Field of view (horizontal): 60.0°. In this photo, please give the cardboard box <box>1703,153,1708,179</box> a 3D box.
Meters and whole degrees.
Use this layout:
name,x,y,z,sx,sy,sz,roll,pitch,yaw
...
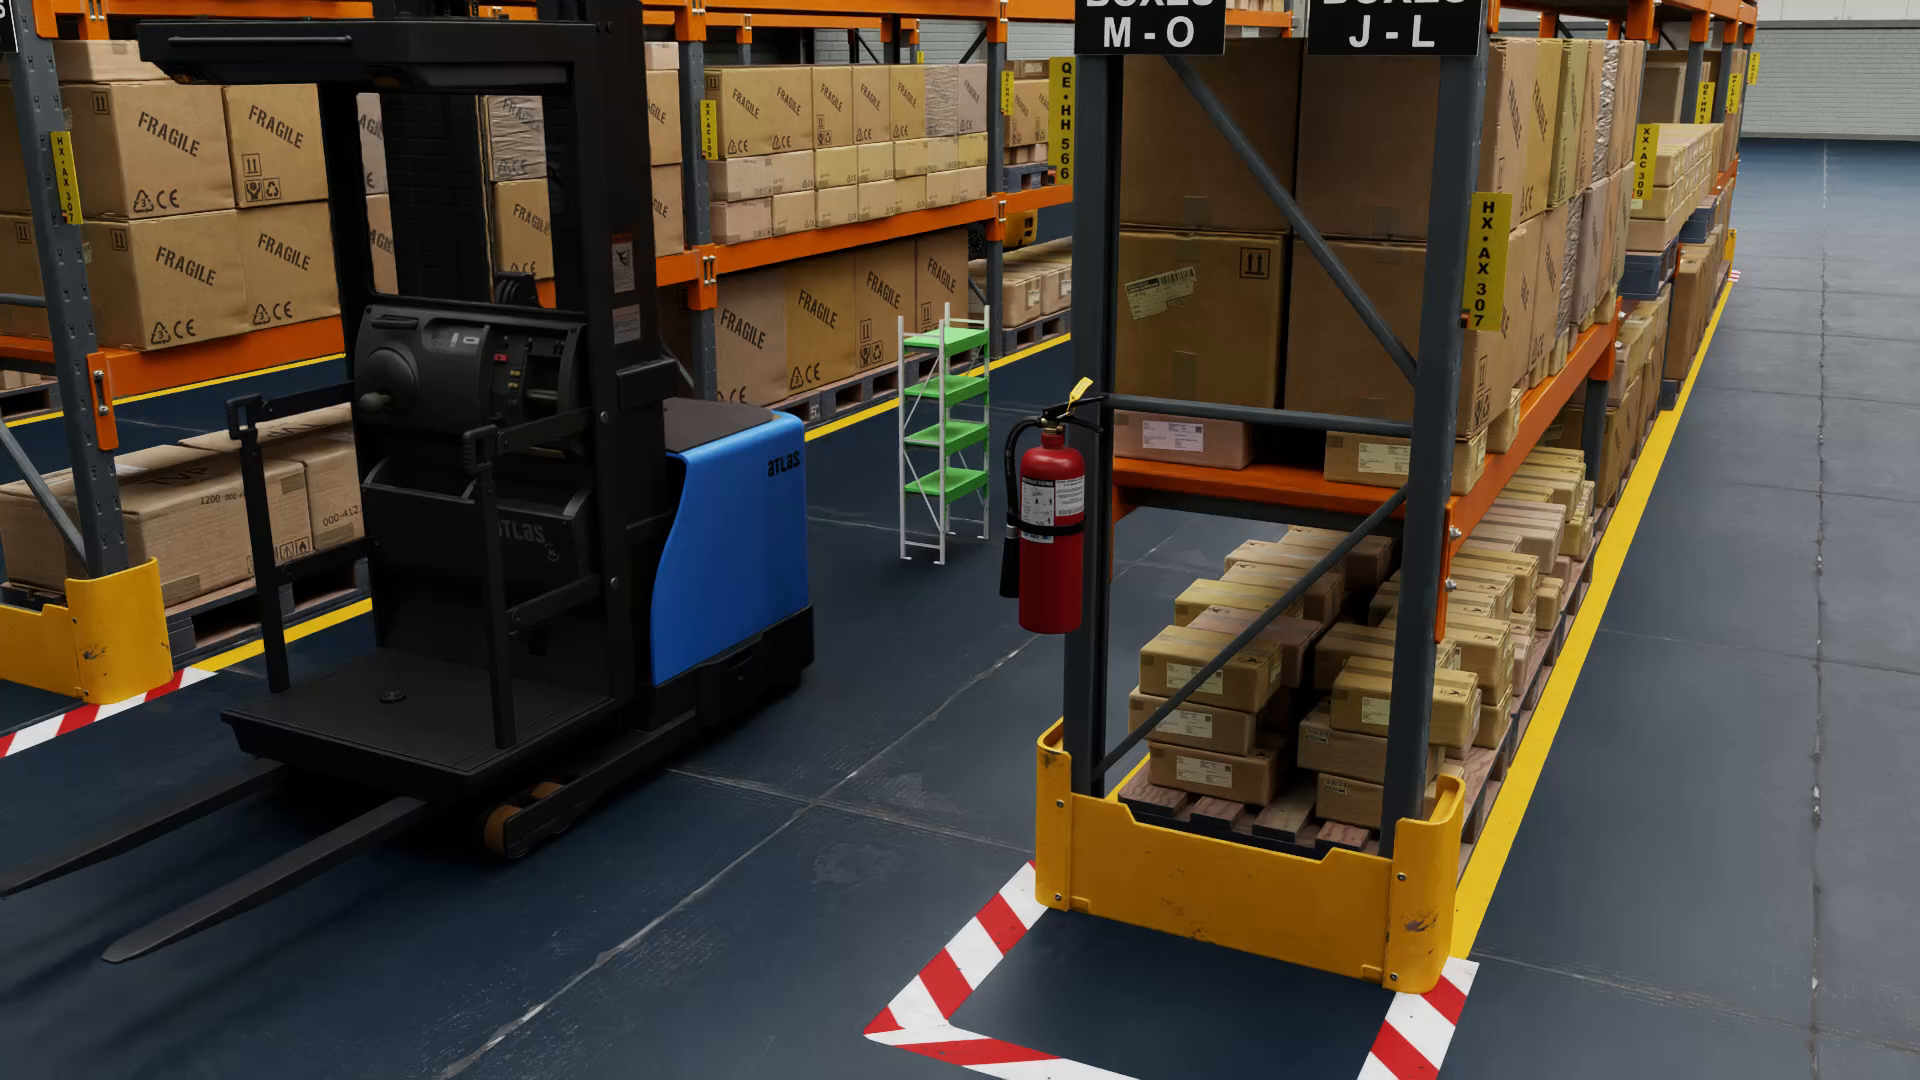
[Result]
name,x,y,z,sx,sy,sz,roll,pitch,yaw
cardboard box,4.295,-2.259,10.042,0.380,0.149,0.250,9,19,27

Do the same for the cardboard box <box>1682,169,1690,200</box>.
name,x,y,z,sx,sy,sz,roll,pitch,yaw
cardboard box,3.605,-1.868,8.728,0.380,0.149,0.250,9,19,28

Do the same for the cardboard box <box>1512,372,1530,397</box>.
name,x,y,z,sx,sy,sz,roll,pitch,yaw
cardboard box,1.722,-0.578,5.643,0.380,0.149,0.250,8,18,24

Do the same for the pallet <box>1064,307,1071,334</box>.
name,x,y,z,sx,sy,sz,roll,pitch,yaw
pallet,0.765,-2.130,15.326,1.003,0.211,1.213,8,18,25

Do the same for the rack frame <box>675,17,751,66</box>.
name,x,y,z,sx,sy,sz,roll,pitch,yaw
rack frame,-2.787,-4.608,18.771,1.000,3.000,0.127,8,18,25

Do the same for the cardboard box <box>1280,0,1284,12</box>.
name,x,y,z,sx,sy,sz,roll,pitch,yaw
cardboard box,3.534,-6.187,19.261,0.380,0.149,0.250,8,18,26

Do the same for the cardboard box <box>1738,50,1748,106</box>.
name,x,y,z,sx,sy,sz,roll,pitch,yaw
cardboard box,7.553,-4.741,17.057,0.875,0.550,0.550,8,18,25

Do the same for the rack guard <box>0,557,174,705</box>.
name,x,y,z,sx,sy,sz,roll,pitch,yaw
rack guard,-3.717,0.283,6.692,1.175,0.500,0.348,8,18,25

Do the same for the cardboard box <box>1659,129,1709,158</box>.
name,x,y,z,sx,sy,sz,roll,pitch,yaw
cardboard box,4.185,-2.339,9.789,0.380,0.149,0.250,9,19,27

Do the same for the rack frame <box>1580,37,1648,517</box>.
name,x,y,z,sx,sy,sz,roll,pitch,yaw
rack frame,2.554,-1.336,7.753,1.000,3.000,0.127,8,18,25

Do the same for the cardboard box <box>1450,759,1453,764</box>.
name,x,y,z,sx,sy,sz,roll,pitch,yaw
cardboard box,1.436,0.614,5.457,0.380,0.149,0.250,8,18,26

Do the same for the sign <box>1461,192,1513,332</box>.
name,x,y,z,sx,sy,sz,roll,pitch,yaw
sign,1.252,-0.663,3.968,0.100,0.325,0.005,8,18,25

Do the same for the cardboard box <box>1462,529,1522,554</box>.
name,x,y,z,sx,sy,sz,roll,pitch,yaw
cardboard box,1.902,0.059,6.282,0.380,0.149,0.250,8,18,26

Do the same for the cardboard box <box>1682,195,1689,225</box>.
name,x,y,z,sx,sy,sz,roll,pitch,yaw
cardboard box,3.720,-1.792,8.992,0.380,0.149,0.250,8,18,24

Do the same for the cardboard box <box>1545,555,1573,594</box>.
name,x,y,z,sx,sy,sz,roll,pitch,yaw
cardboard box,2.433,0.104,7.176,0.380,0.149,0.250,7,18,24

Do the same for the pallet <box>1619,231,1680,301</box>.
name,x,y,z,sx,sy,sz,roll,pitch,yaw
pallet,3.026,-1.420,8.374,1.003,0.211,1.213,8,18,25

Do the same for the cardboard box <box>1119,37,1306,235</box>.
name,x,y,z,sx,sy,sz,roll,pitch,yaw
cardboard box,0.749,-1.135,4.623,0.500,0.500,0.500,8,18,24

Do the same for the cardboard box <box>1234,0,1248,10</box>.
name,x,y,z,sx,sy,sz,roll,pitch,yaw
cardboard box,2.887,-5.791,17.925,0.380,0.149,0.250,8,18,25

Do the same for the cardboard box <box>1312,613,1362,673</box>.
name,x,y,z,sx,sy,sz,roll,pitch,yaw
cardboard box,1.190,0.347,5.835,0.380,0.149,0.250,8,18,25

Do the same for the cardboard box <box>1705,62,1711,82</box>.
name,x,y,z,sx,sy,sz,roll,pitch,yaw
cardboard box,5.912,-3.774,14.029,0.700,0.500,0.500,8,18,24

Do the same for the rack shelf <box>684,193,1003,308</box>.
name,x,y,z,sx,sy,sz,roll,pitch,yaw
rack shelf,-1.026,-2.104,11.605,1.077,0.370,4.000,8,18,25

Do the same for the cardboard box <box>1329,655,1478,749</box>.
name,x,y,z,sx,sy,sz,roll,pitch,yaw
cardboard box,1.305,0.473,4.888,0.380,0.149,0.250,7,18,23

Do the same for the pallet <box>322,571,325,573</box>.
name,x,y,z,sx,sy,sz,roll,pitch,yaw
pallet,-2.873,-0.107,8.515,1.003,0.211,1.213,8,18,25

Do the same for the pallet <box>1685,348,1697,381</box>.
name,x,y,z,sx,sy,sz,roll,pitch,yaw
pallet,5.308,-1.519,13.267,1.003,0.211,1.213,8,18,25

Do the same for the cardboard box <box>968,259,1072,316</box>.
name,x,y,z,sx,sy,sz,roll,pitch,yaw
cardboard box,0.452,-2.232,14.648,0.950,0.372,0.625,8,18,24

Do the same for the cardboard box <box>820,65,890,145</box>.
name,x,y,z,sx,sy,sz,roll,pitch,yaw
cardboard box,-0.811,-2.936,11.208,0.500,0.500,0.500,8,18,24

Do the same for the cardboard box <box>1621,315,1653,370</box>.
name,x,y,z,sx,sy,sz,roll,pitch,yaw
cardboard box,3.588,-1.118,9.357,0.500,0.250,0.500,9,19,27

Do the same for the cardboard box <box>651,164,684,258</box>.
name,x,y,z,sx,sy,sz,roll,pitch,yaw
cardboard box,-1.898,-1.837,9.266,0.500,0.500,0.500,8,18,26

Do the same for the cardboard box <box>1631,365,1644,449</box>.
name,x,y,z,sx,sy,sz,roll,pitch,yaw
cardboard box,3.579,-0.763,9.479,0.500,0.500,0.500,8,19,26

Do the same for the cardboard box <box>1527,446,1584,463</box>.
name,x,y,z,sx,sy,sz,roll,pitch,yaw
cardboard box,2.628,-0.332,7.598,0.380,0.149,0.250,9,19,27

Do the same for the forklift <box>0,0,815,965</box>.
name,x,y,z,sx,sy,sz,roll,pitch,yaw
forklift,-1.712,-0.556,5.249,1.130,2.935,3.031,8,19,26

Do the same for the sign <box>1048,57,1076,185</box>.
name,x,y,z,sx,sy,sz,roll,pitch,yaw
sign,0.279,-1.099,4.368,0.100,0.325,0.005,8,18,25

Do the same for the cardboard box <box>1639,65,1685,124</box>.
name,x,y,z,sx,sy,sz,roll,pitch,yaw
cardboard box,4.551,-2.995,11.408,0.700,0.500,0.500,8,18,25

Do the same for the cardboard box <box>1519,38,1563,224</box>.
name,x,y,z,sx,sy,sz,roll,pitch,yaw
cardboard box,1.425,-1.197,4.831,0.500,0.500,0.500,9,19,27

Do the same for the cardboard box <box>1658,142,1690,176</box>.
name,x,y,z,sx,sy,sz,roll,pitch,yaw
cardboard box,3.491,-1.944,8.459,0.380,0.149,0.250,8,18,25

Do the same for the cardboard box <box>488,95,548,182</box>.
name,x,y,z,sx,sy,sz,roll,pitch,yaw
cardboard box,-2.336,-2.053,8.235,0.500,0.500,0.500,8,18,26

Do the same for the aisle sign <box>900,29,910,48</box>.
name,x,y,z,sx,sy,sz,roll,pitch,yaw
aisle sign,-0.707,-6.853,21.762,0.394,0.787,0.004,8,18,25

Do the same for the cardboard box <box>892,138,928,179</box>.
name,x,y,z,sx,sy,sz,roll,pitch,yaw
cardboard box,-0.557,-2.707,11.754,0.500,0.250,0.500,8,18,24

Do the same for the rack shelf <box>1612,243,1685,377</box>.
name,x,y,z,sx,sy,sz,roll,pitch,yaw
rack shelf,3.448,-1.500,9.571,1.077,0.370,4.000,8,18,25

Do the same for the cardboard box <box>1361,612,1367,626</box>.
name,x,y,z,sx,sy,sz,roll,pitch,yaw
cardboard box,1.332,0.348,6.352,0.380,0.149,0.250,8,19,26

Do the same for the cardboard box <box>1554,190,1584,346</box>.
name,x,y,z,sx,sy,sz,roll,pitch,yaw
cardboard box,1.883,-0.980,5.858,0.500,0.500,0.500,8,18,24

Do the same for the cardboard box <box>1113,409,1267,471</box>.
name,x,y,z,sx,sy,sz,roll,pitch,yaw
cardboard box,0.660,-0.316,4.760,0.380,0.149,0.250,8,18,25

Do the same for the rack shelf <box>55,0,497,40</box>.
name,x,y,z,sx,sy,sz,roll,pitch,yaw
rack shelf,-5.468,-4.173,13.301,1.077,0.370,4.000,8,18,25

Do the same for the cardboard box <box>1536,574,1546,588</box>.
name,x,y,z,sx,sy,sz,roll,pitch,yaw
cardboard box,2.188,0.067,6.776,0.380,0.149,0.250,9,19,27

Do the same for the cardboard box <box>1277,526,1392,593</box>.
name,x,y,z,sx,sy,sz,roll,pitch,yaw
cardboard box,1.402,0.071,6.242,0.380,0.149,0.250,7,18,24

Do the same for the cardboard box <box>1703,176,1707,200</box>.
name,x,y,z,sx,sy,sz,roll,pitch,yaw
cardboard box,4.420,-2.188,10.328,0.380,0.149,0.250,8,18,25

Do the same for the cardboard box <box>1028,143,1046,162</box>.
name,x,y,z,sx,sy,sz,roll,pitch,yaw
cardboard box,0.499,-3.230,13.836,0.380,0.149,0.250,7,18,22

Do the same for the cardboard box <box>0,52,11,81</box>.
name,x,y,z,sx,sy,sz,roll,pitch,yaw
cardboard box,-3.725,-1.876,6.501,0.380,0.149,0.250,8,18,26

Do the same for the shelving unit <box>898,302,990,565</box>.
name,x,y,z,sx,sy,sz,roll,pitch,yaw
shelving unit,-0.074,-0.533,8.212,0.258,1.200,0.503,8,18,25

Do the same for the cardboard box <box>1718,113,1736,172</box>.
name,x,y,z,sx,sy,sz,roll,pitch,yaw
cardboard box,6.855,-3.806,15.808,0.875,0.550,0.550,8,18,25

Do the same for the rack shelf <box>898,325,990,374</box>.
name,x,y,z,sx,sy,sz,roll,pitch,yaw
rack shelf,-0.074,-0.932,8.093,0.258,0.148,0.480,8,18,25

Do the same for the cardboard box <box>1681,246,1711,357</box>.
name,x,y,z,sx,sy,sz,roll,pitch,yaw
cardboard box,5.082,-1.844,12.679,1.050,0.750,0.750,8,19,26

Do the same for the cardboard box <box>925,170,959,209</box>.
name,x,y,z,sx,sy,sz,roll,pitch,yaw
cardboard box,-0.340,-2.593,12.249,0.500,0.250,0.500,8,19,26

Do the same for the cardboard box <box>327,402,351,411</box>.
name,x,y,z,sx,sy,sz,roll,pitch,yaw
cardboard box,-2.695,-0.539,8.832,0.875,0.438,0.875,8,18,24
